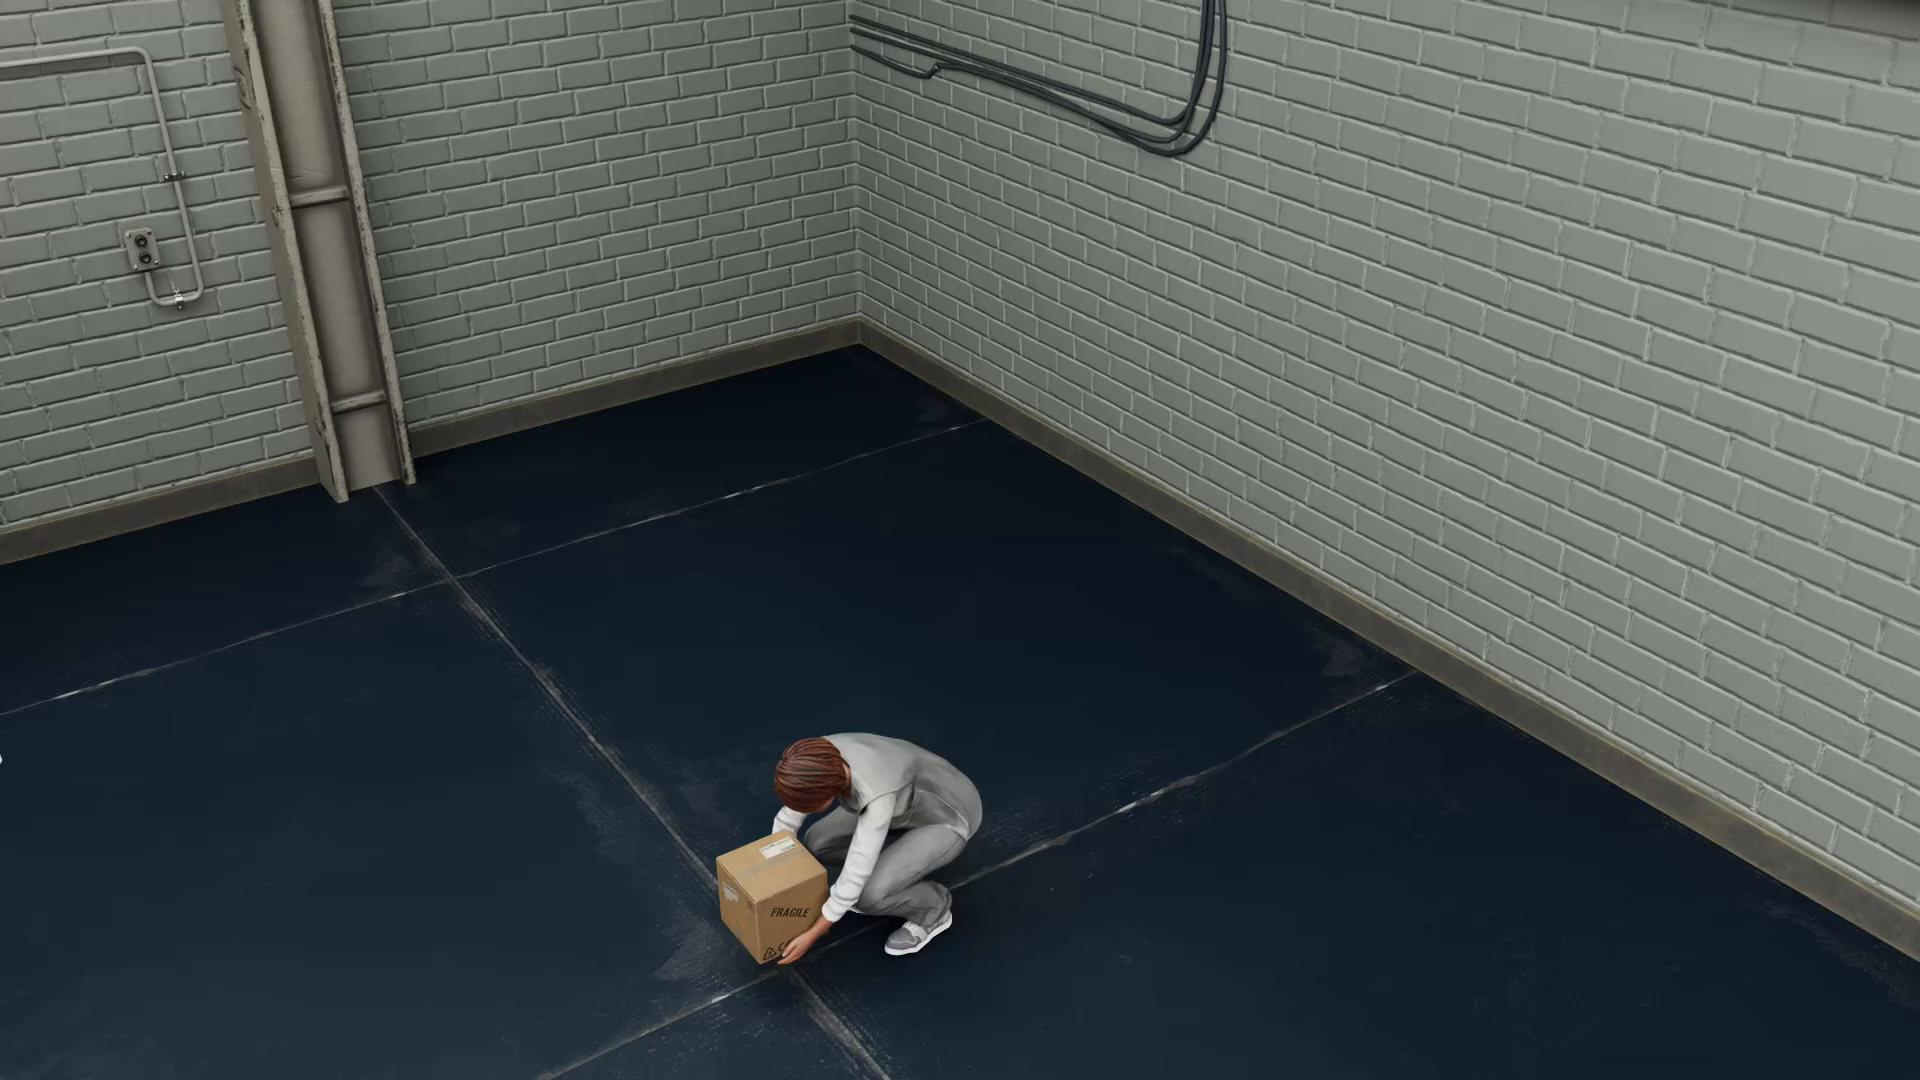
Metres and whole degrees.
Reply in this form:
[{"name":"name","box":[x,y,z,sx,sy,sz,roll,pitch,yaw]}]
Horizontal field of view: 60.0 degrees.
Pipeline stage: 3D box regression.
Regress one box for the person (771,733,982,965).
[{"name":"person","box":[-0.284,0.915,5.234,0.808,0.876,0.459,-19,34,-30]}]
